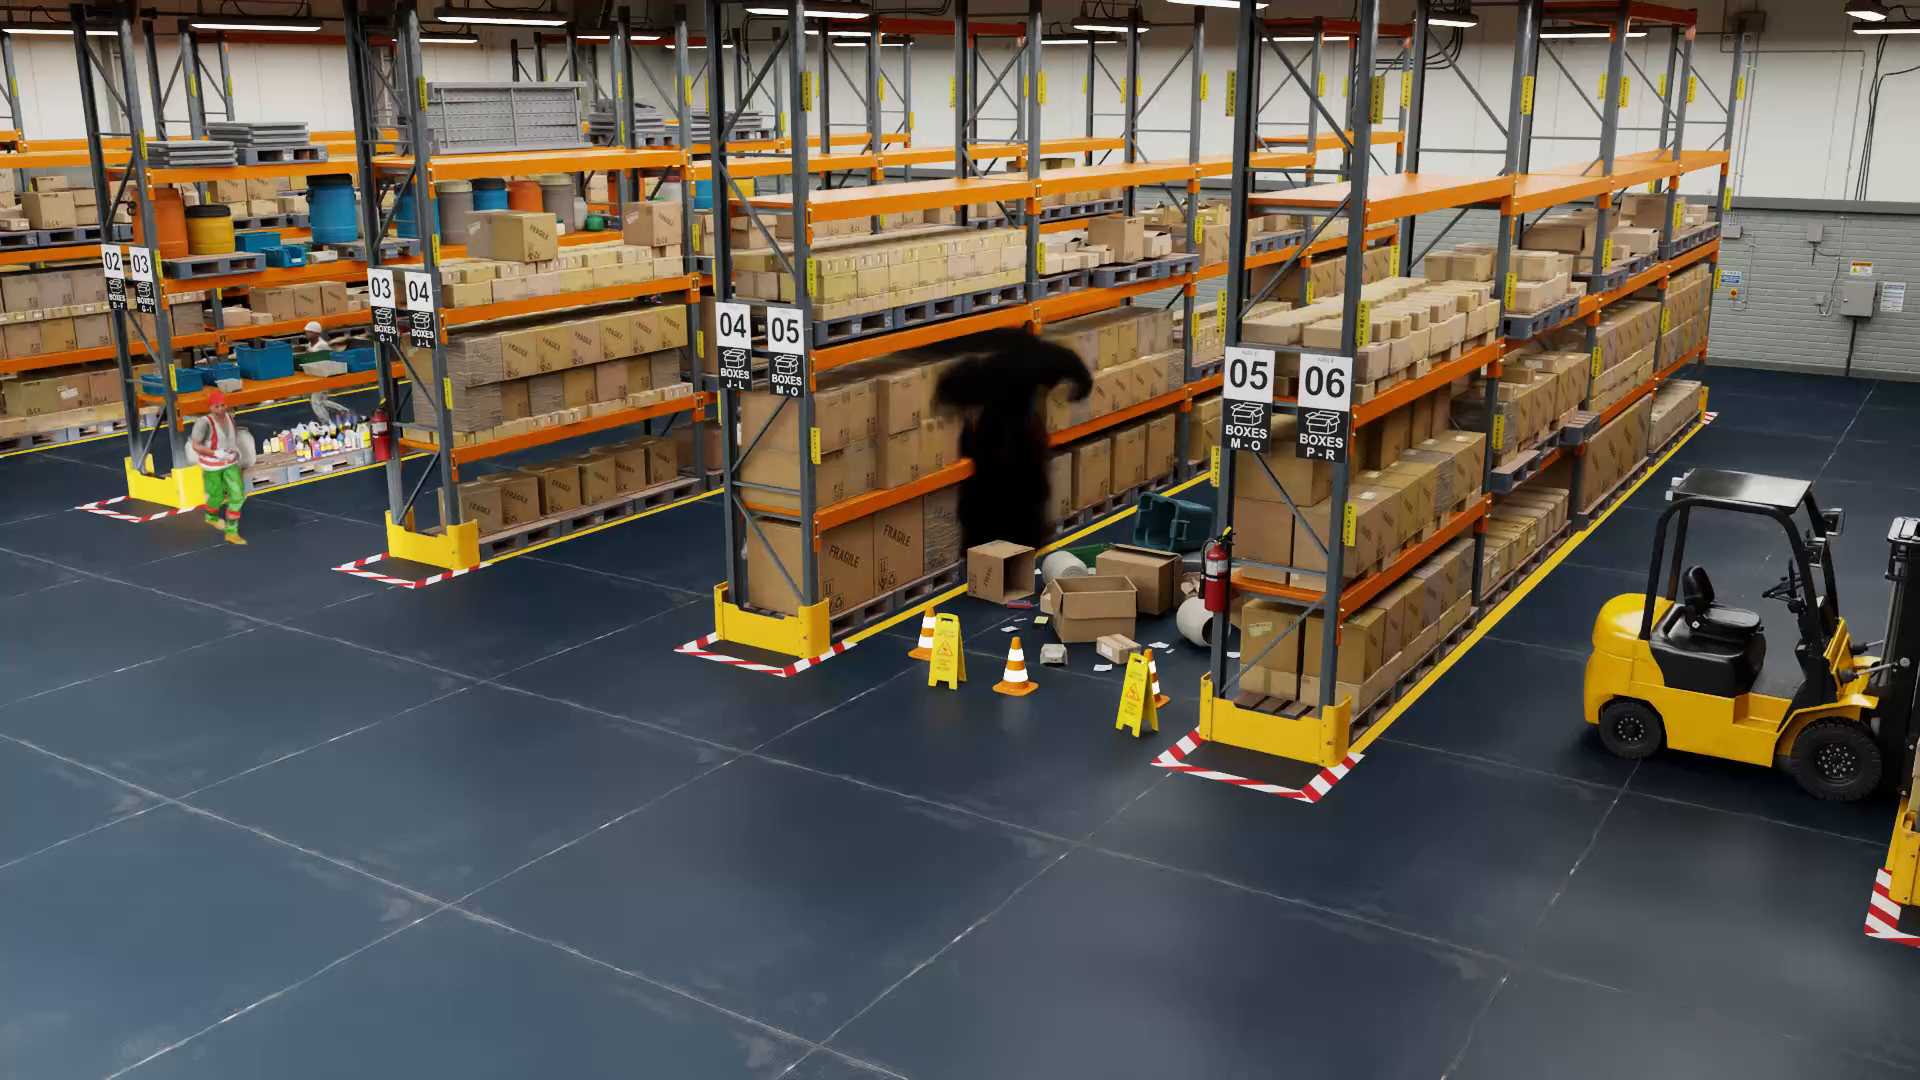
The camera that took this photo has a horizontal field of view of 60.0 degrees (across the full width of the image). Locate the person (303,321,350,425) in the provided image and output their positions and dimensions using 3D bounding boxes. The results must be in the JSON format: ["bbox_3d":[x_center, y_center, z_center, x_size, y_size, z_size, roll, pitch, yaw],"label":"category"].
[{"bbox_3d":[-9.359,-2.395,24.651,0.630,1.730,0.706,-11,19,-33],"label":"person"}]

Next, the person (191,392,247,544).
[{"bbox_3d":[-8.481,-0.845,18.924,0.895,1.745,0.634,11,19,34],"label":"person"}]

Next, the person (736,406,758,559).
[{"bbox_3d":[-2.096,-0.686,17.744,0.598,1.634,0.914,6,17,20],"label":"person"}]
